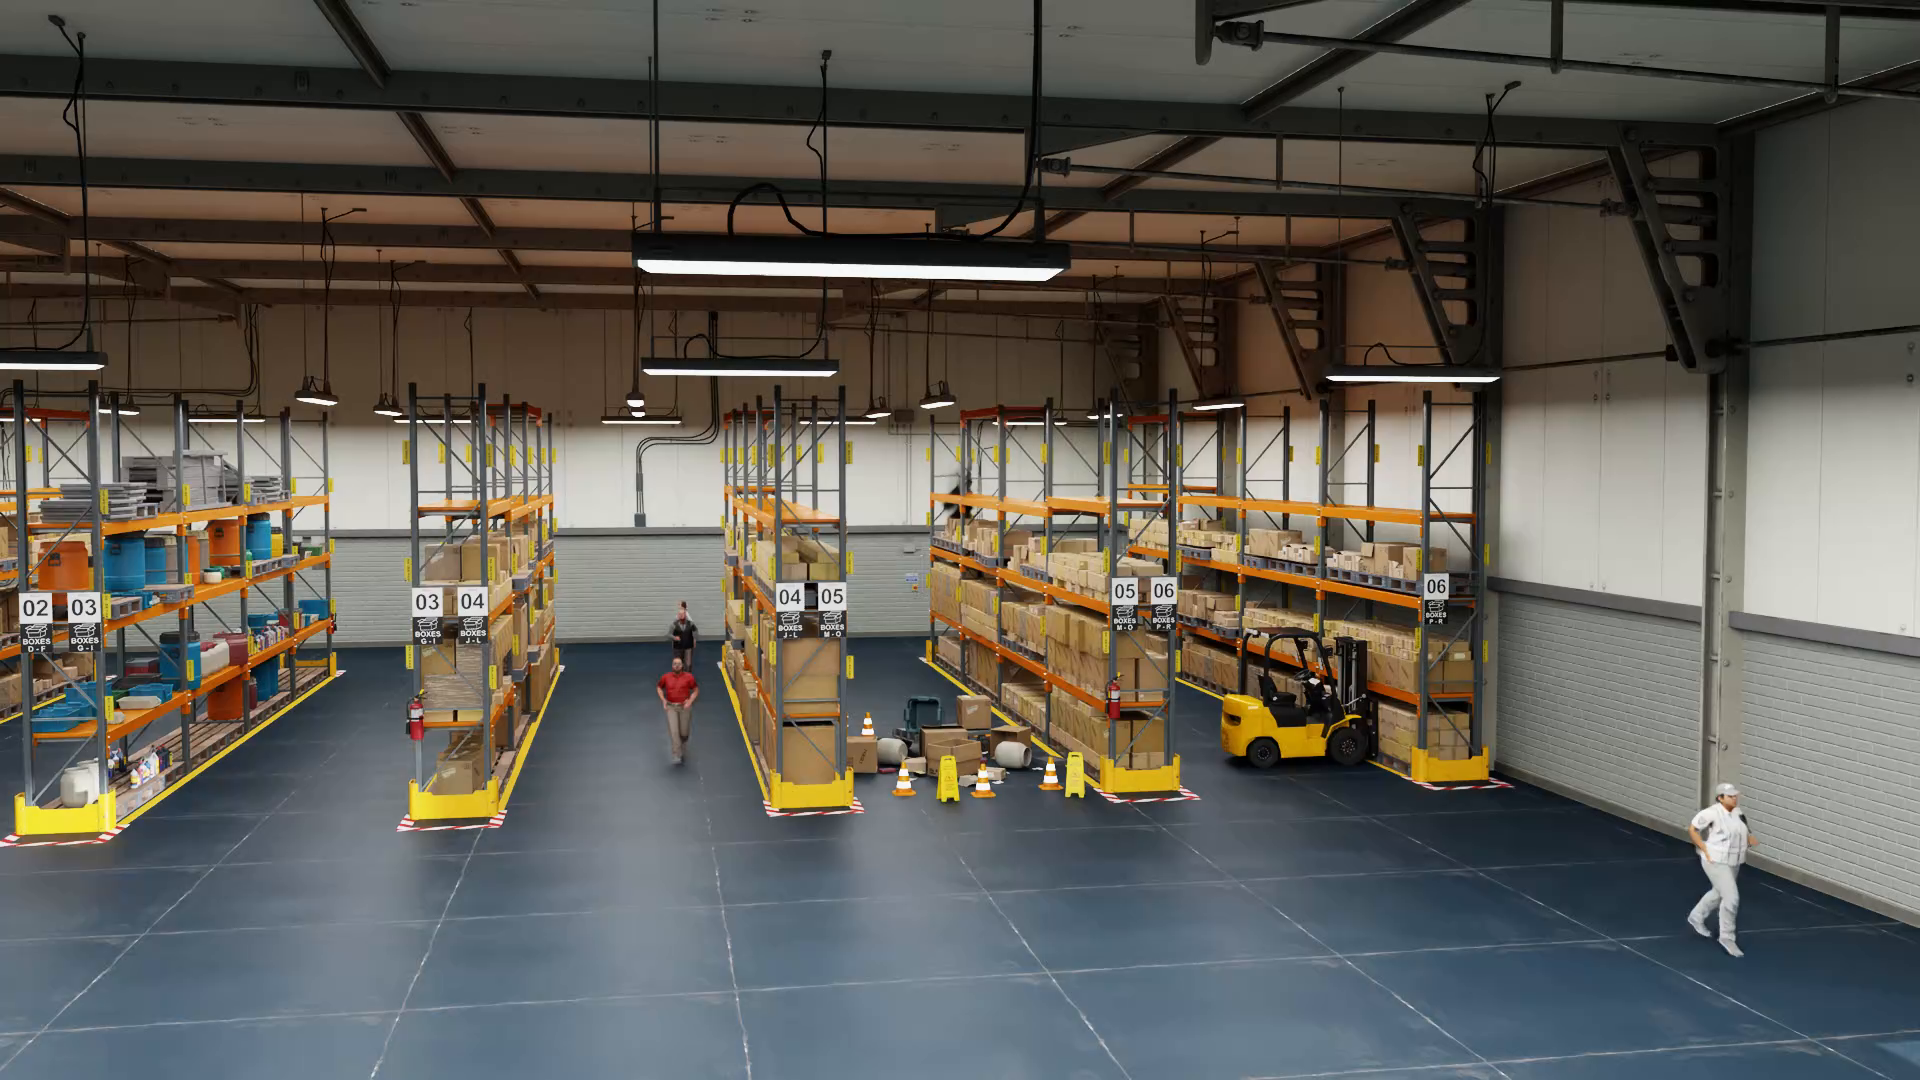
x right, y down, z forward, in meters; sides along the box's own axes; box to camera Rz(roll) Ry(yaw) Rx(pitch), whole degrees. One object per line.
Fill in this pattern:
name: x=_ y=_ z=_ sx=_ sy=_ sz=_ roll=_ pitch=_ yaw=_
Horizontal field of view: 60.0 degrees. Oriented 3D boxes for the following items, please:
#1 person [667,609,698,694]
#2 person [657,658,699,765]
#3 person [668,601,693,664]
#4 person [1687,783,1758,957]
person: x=-5.888 y=2.357 z=35.315 sx=0.663 sy=1.771 sz=0.849 roll=0 pitch=3 yaw=-9
person: x=-4.617 y=2.771 z=27.219 sx=0.679 sy=1.701 sz=0.810 roll=-1 pitch=3 yaw=-11
person: x=-6.680 y=2.222 z=39.608 sx=0.495 sy=1.556 sz=0.618 roll=-3 pitch=4 yaw=-41
person: x=7.755 y=3.313 z=16.967 sx=0.596 sy=1.719 sz=0.750 roll=-2 pitch=3 yaw=-30
